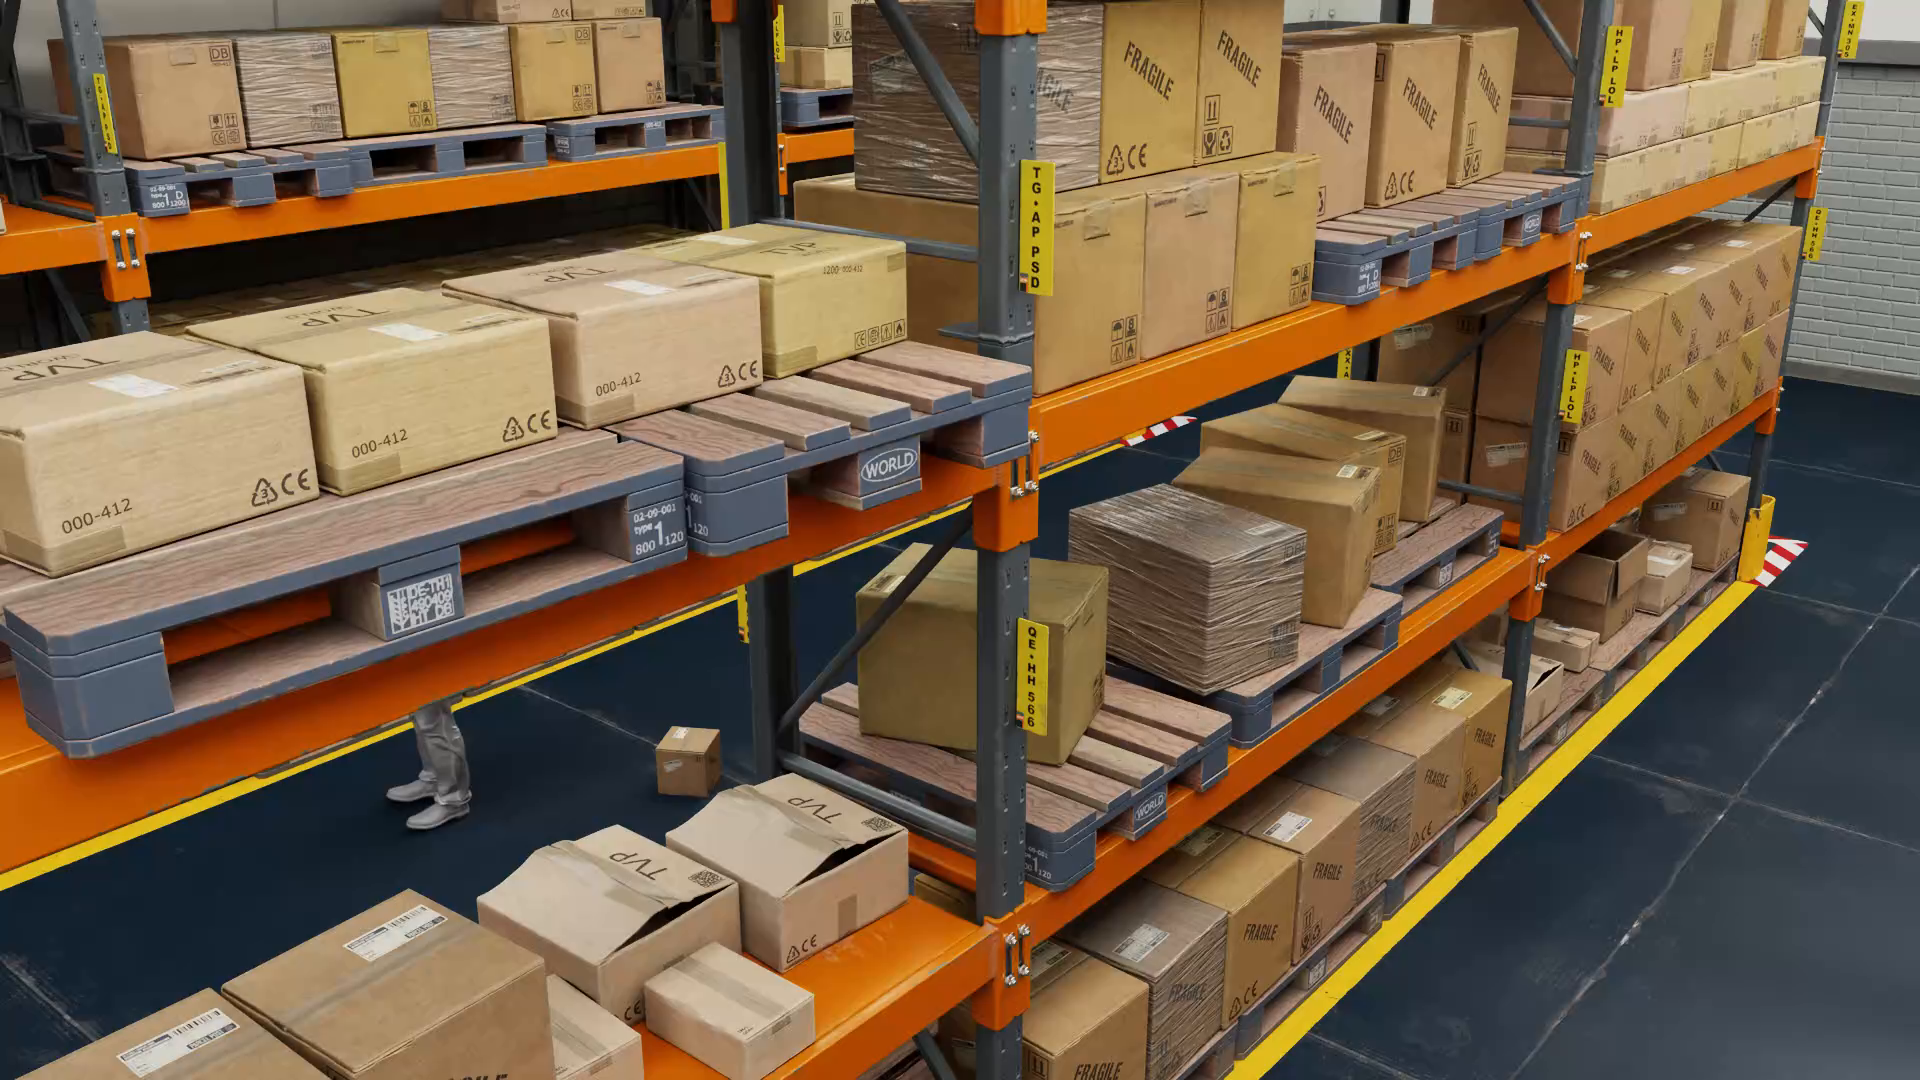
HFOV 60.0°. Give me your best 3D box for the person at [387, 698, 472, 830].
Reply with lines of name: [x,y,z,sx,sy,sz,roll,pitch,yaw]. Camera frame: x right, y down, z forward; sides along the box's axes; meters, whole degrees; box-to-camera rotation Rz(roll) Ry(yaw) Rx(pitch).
person: [-2.530,0.470,7.746,0.378,1.771,0.567,-12,23,-29]
